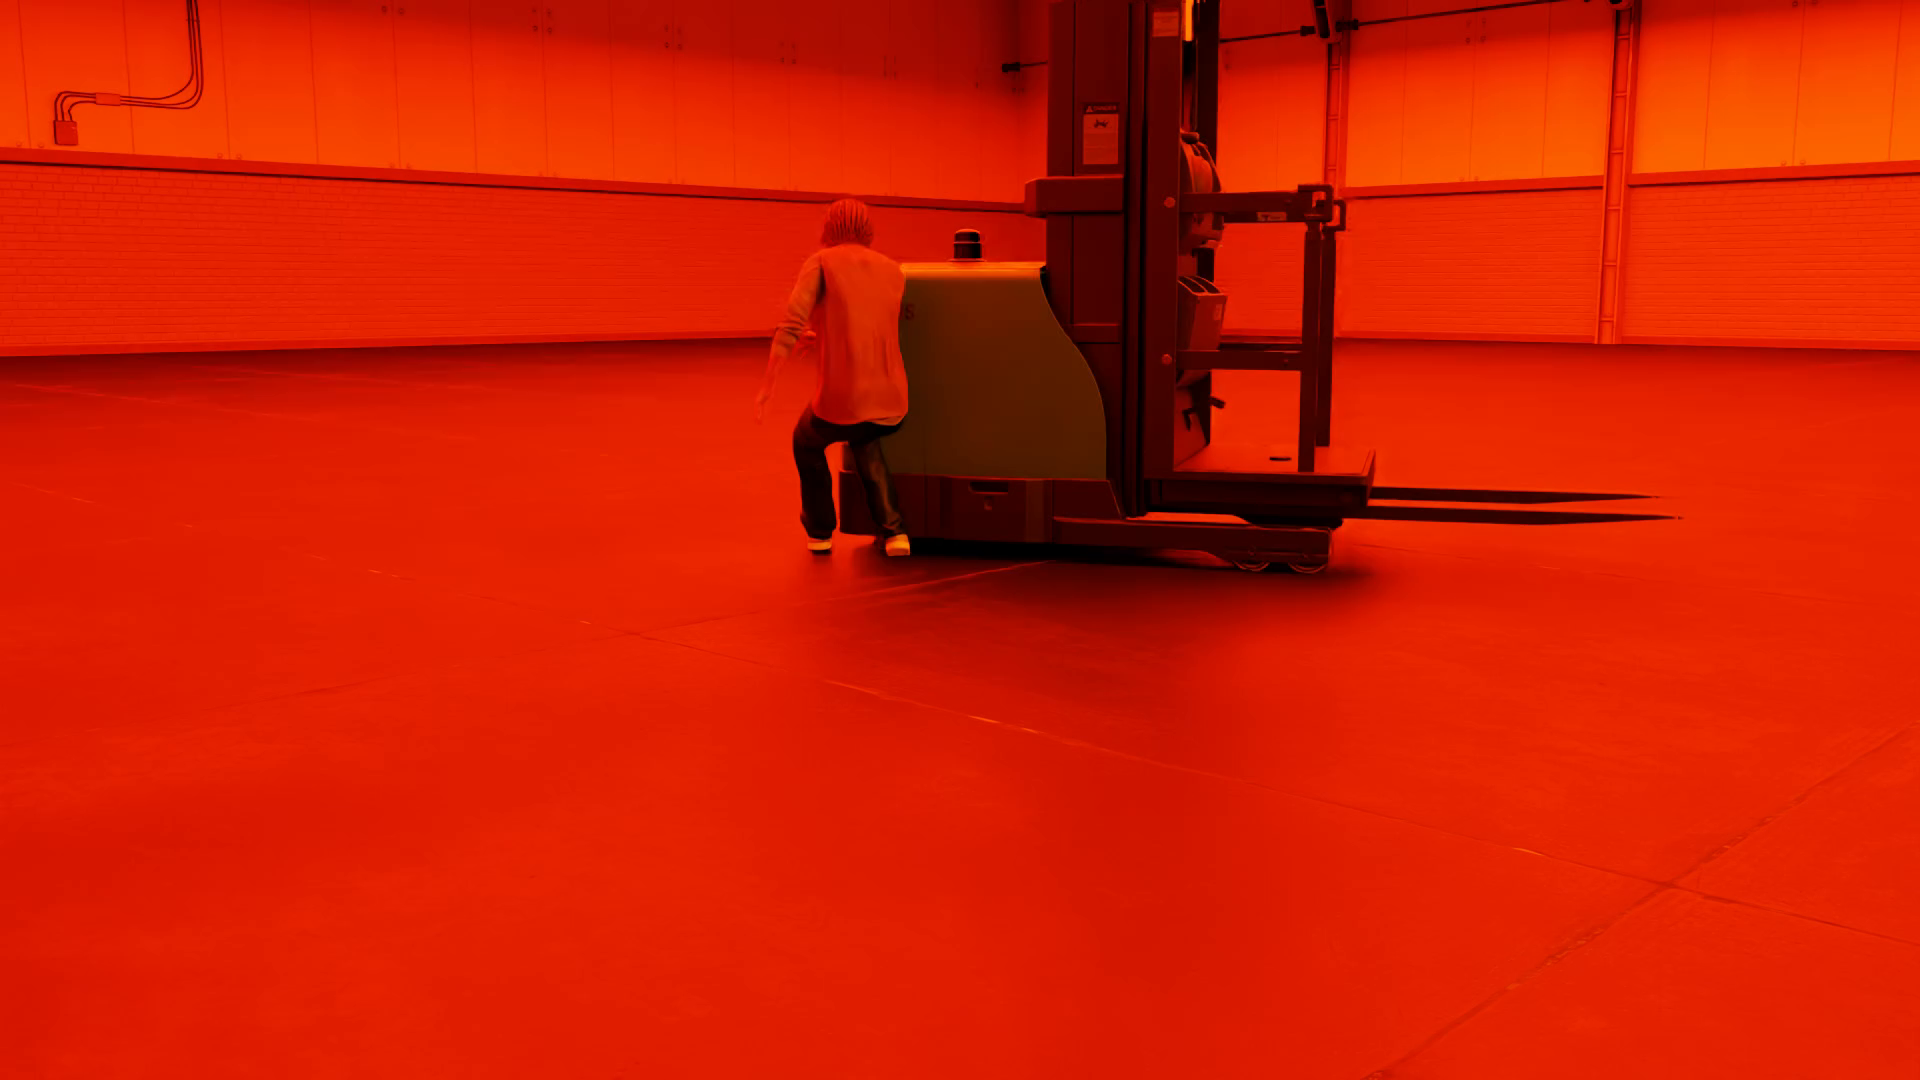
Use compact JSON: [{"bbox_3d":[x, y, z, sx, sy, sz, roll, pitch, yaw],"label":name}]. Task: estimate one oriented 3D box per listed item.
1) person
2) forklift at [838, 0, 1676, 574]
[{"bbox_3d":[-0.510,-0.548,6.090,0.778,1.372,0.823,-5,10,-30],"label":"person"},{"bbox_3d":[1.106,-1.416,6.280,3.031,2.935,1.130,2,9,15],"label":"forklift"}]
